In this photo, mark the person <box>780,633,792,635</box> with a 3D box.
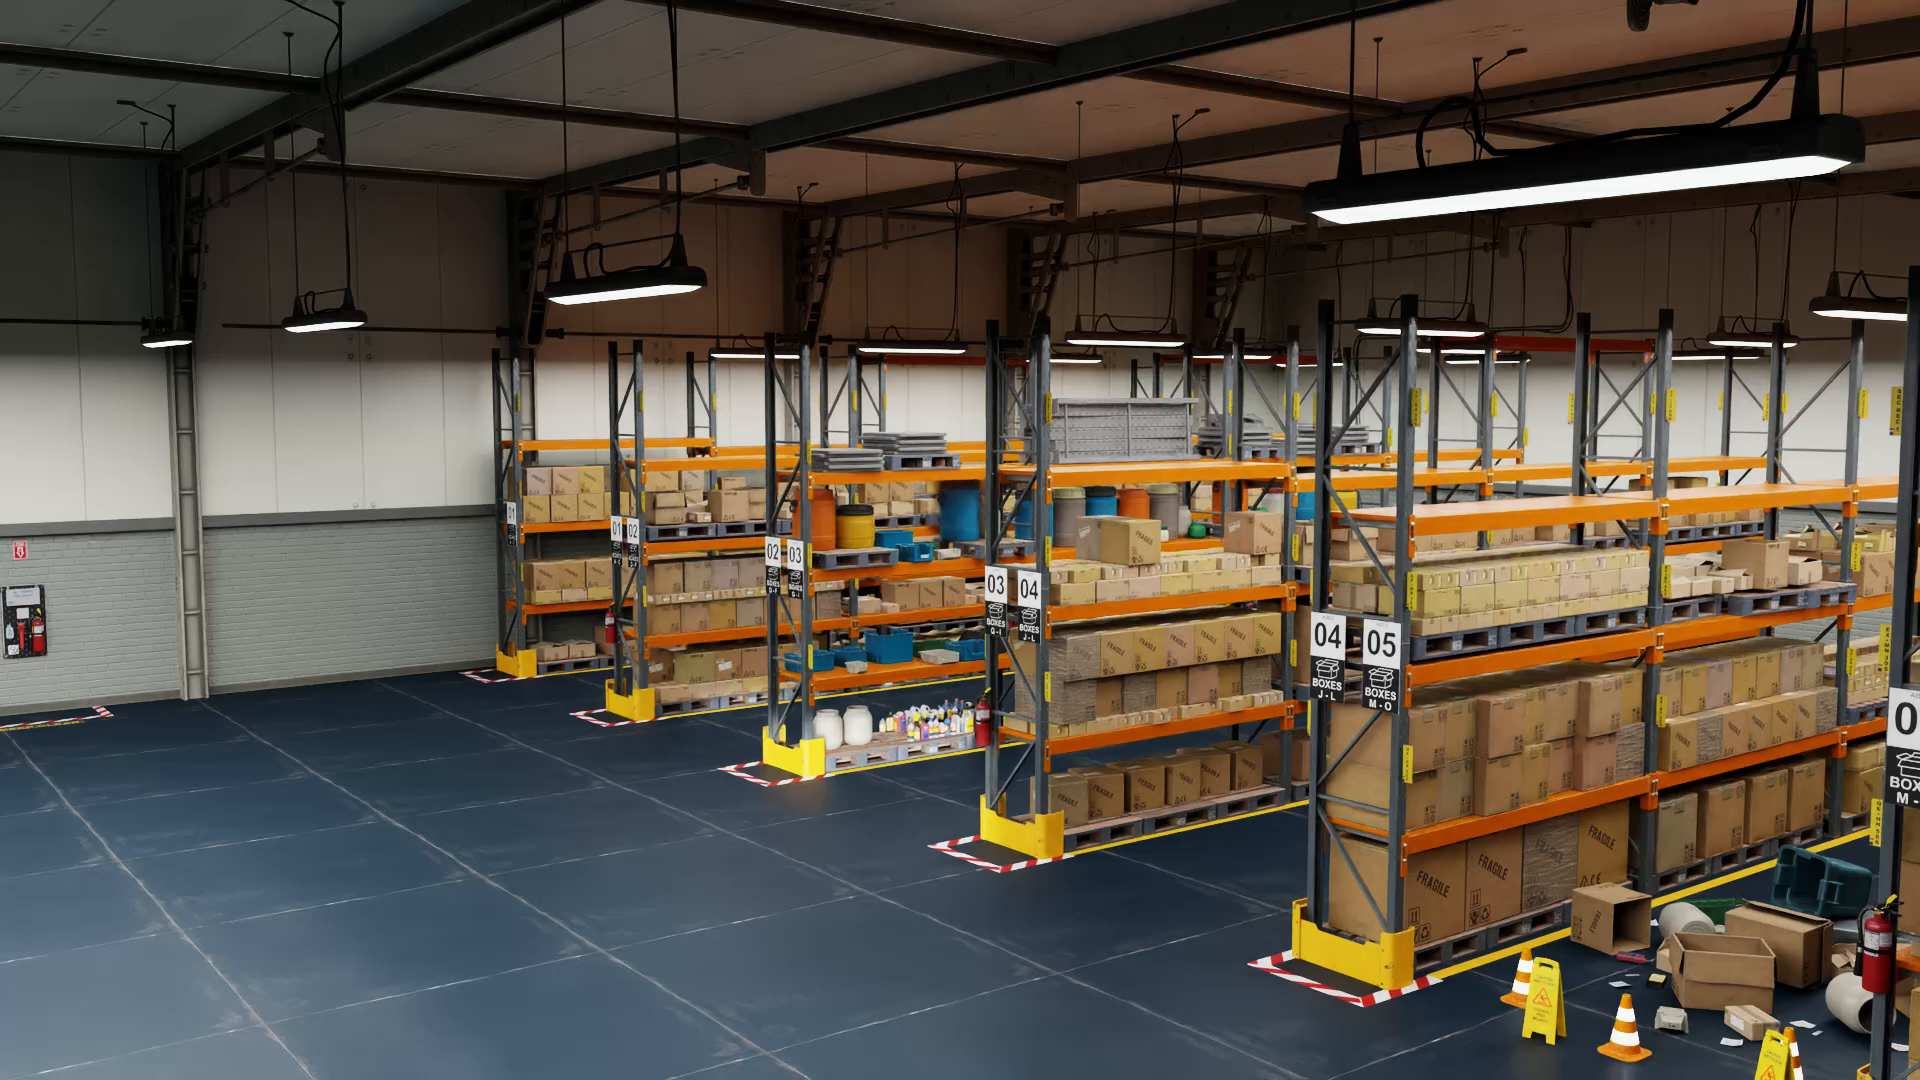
[{"bbox_3d":[-3.435,1.431,32.700,1.078,1.723,0.503,-4,7,-40],"label":"person"}]
